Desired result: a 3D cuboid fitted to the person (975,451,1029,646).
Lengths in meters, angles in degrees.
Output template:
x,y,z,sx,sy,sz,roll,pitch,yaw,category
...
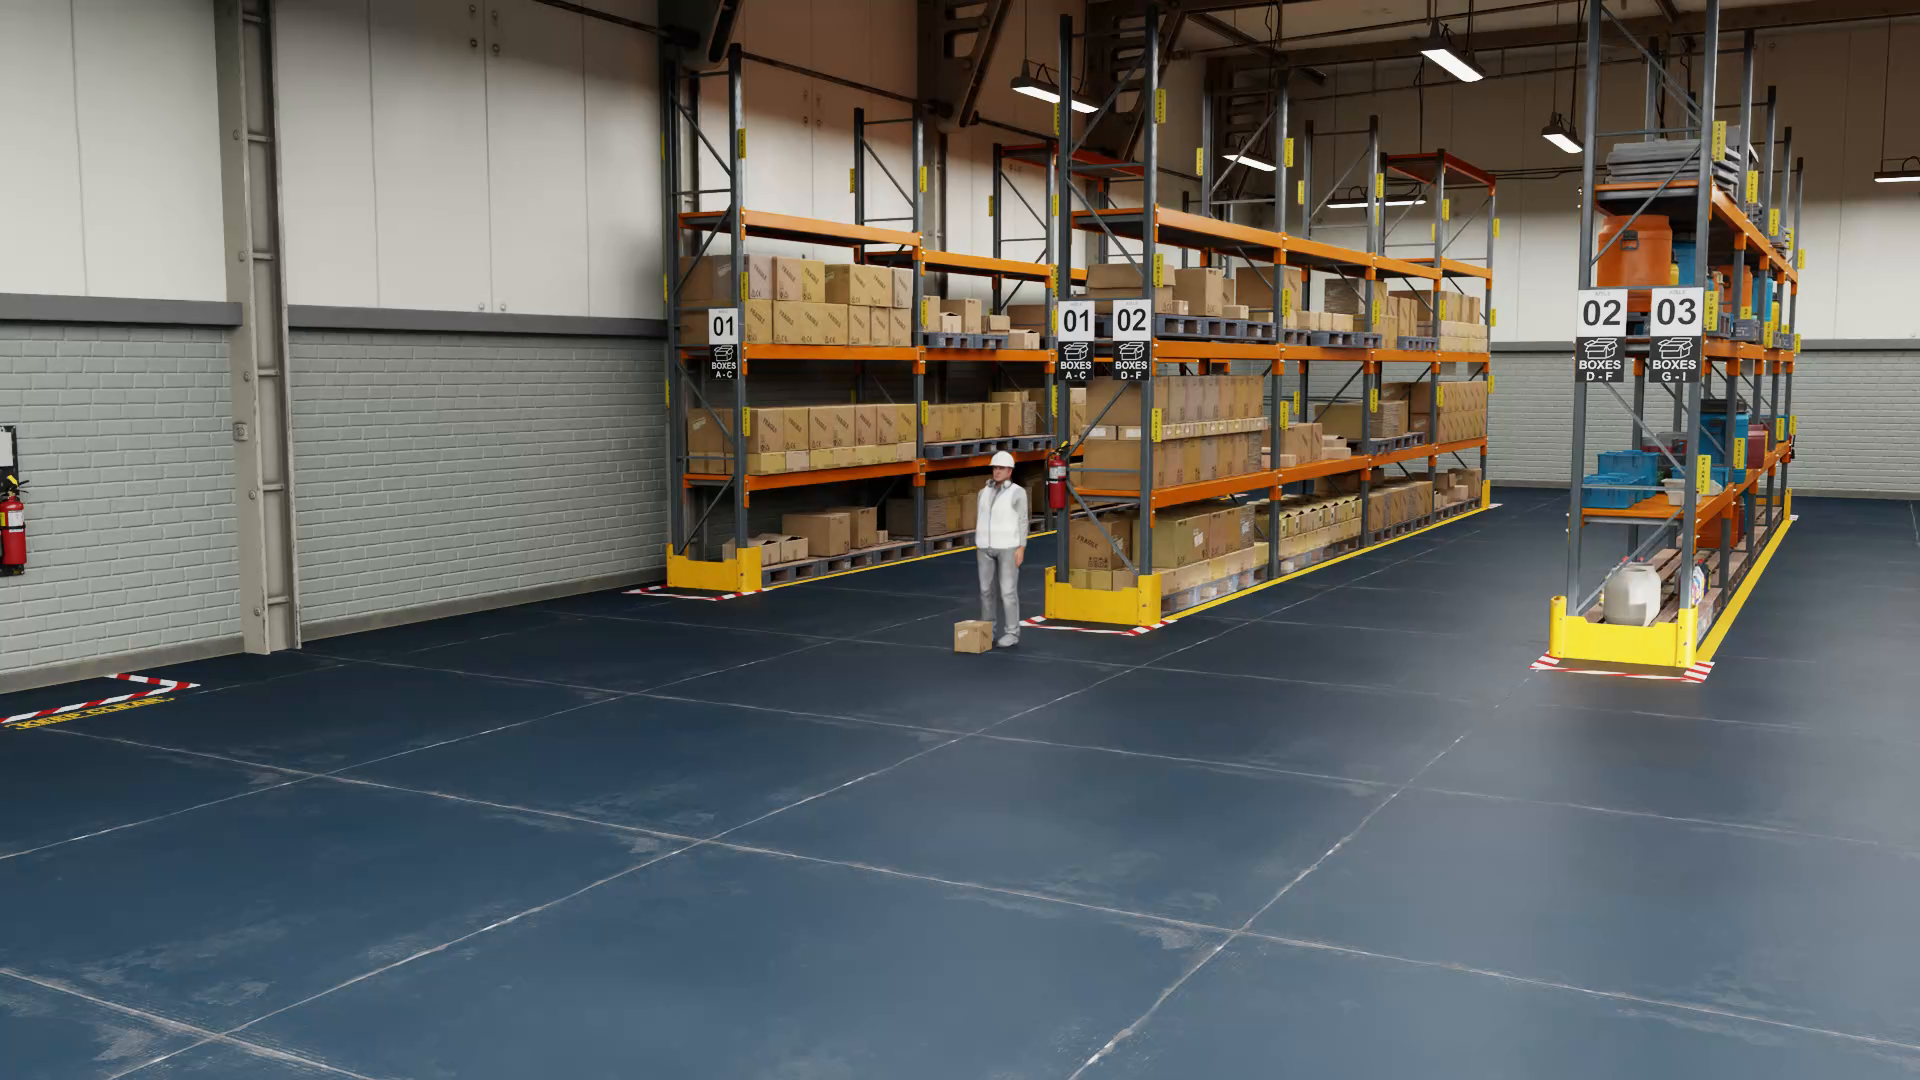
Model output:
x,y,z,sx,sy,sz,roll,pitch,yaw,category
0.366,0.089,15.307,0.534,1.802,0.402,3,7,30,person
